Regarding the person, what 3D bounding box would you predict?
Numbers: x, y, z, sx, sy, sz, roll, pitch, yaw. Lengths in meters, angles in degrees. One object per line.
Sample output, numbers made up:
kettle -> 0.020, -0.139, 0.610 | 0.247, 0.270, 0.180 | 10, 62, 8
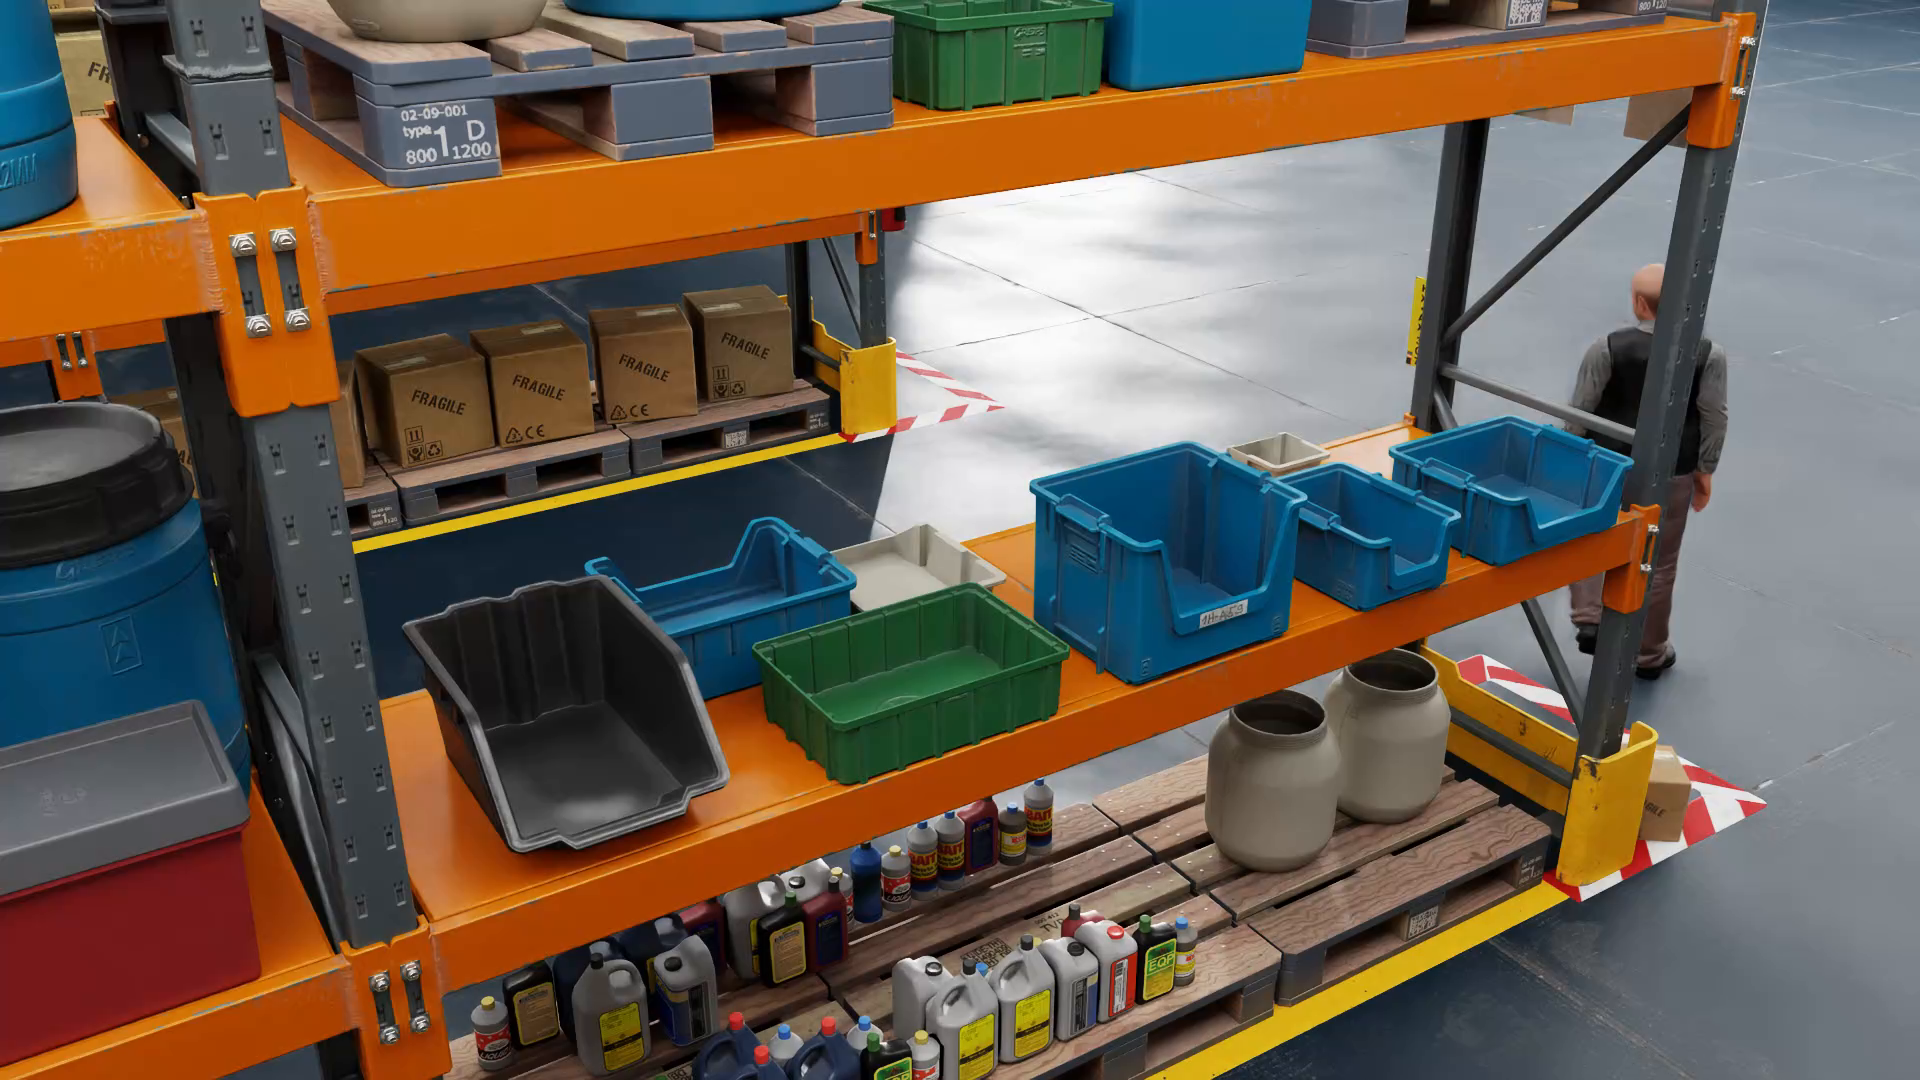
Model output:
person -> 2.689, -0.255, 6.650 | 0.617, 1.708, 0.483 | 8, 26, 16
